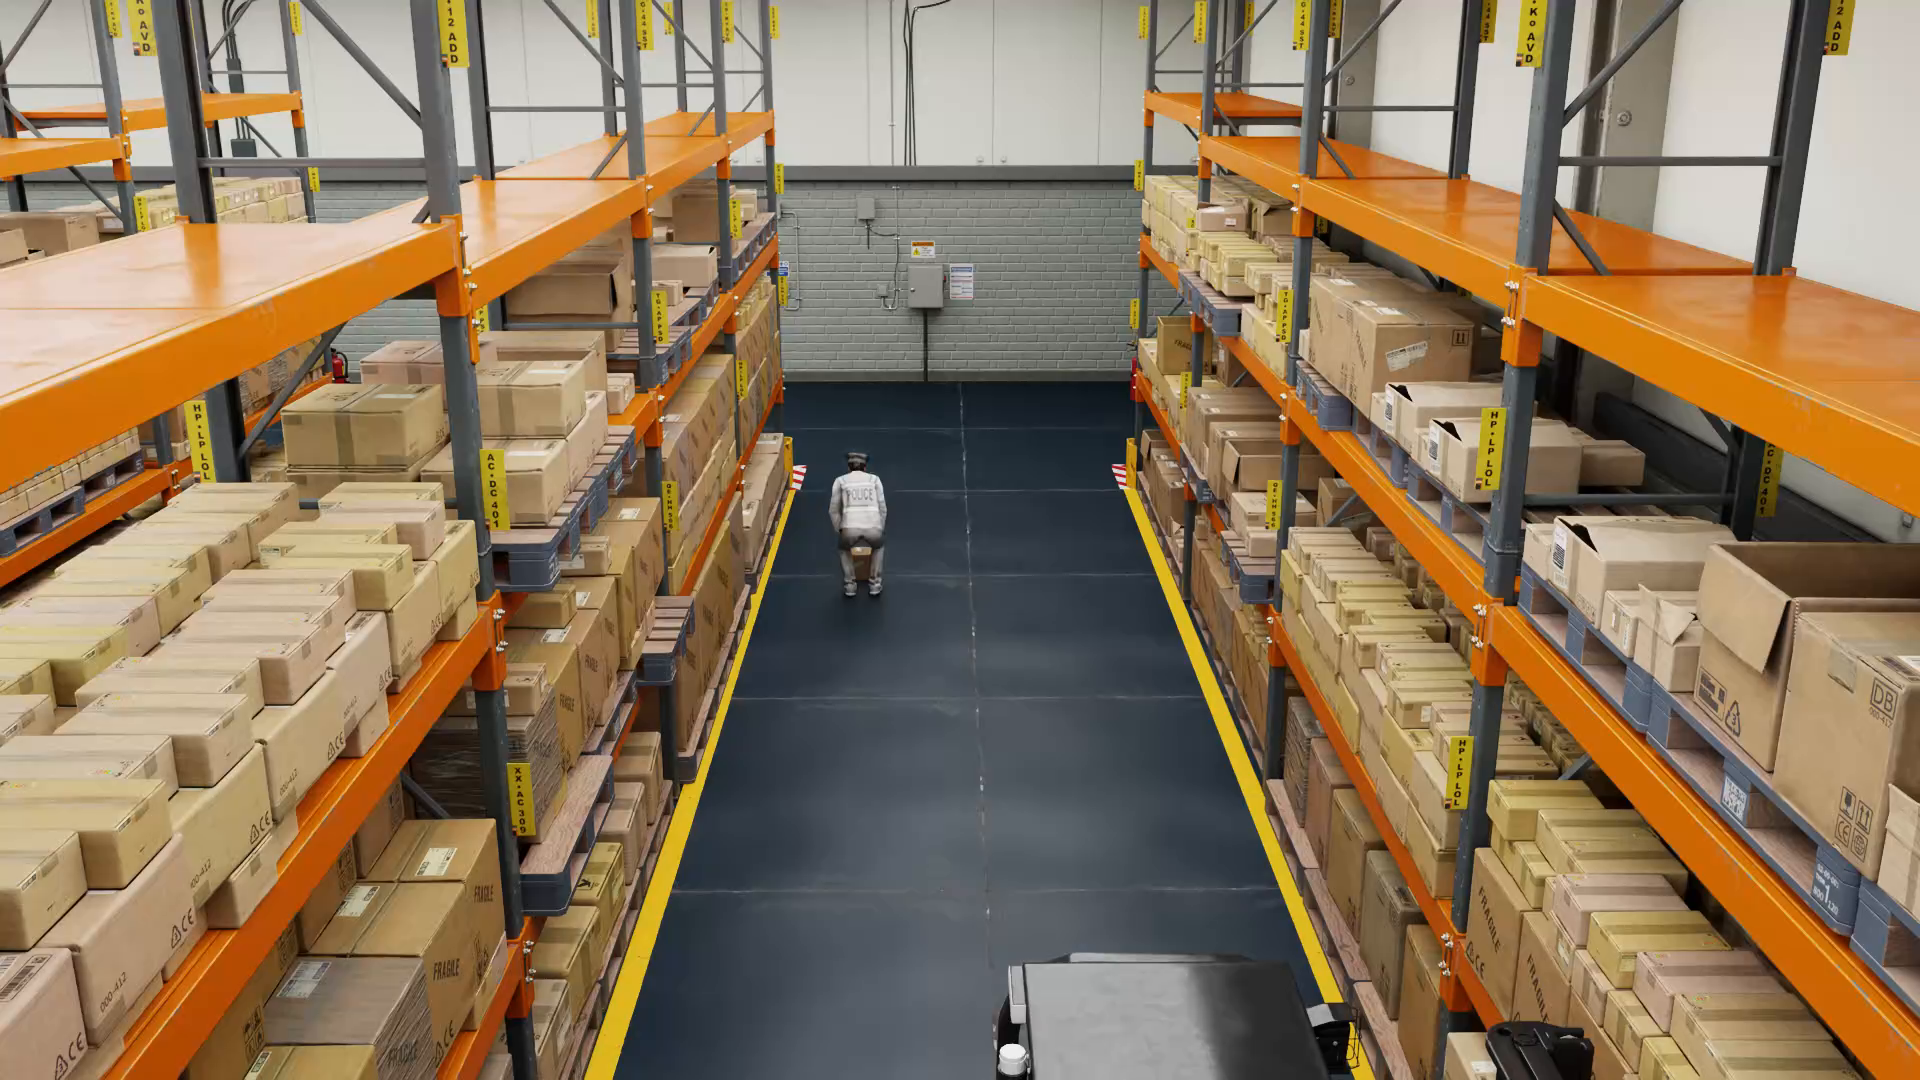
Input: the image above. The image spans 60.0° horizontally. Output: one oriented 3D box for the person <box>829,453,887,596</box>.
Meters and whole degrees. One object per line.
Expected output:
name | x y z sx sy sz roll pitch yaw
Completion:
person | -0.933 -0.137 15.176 0.531 1.263 0.765 0 17 -1
